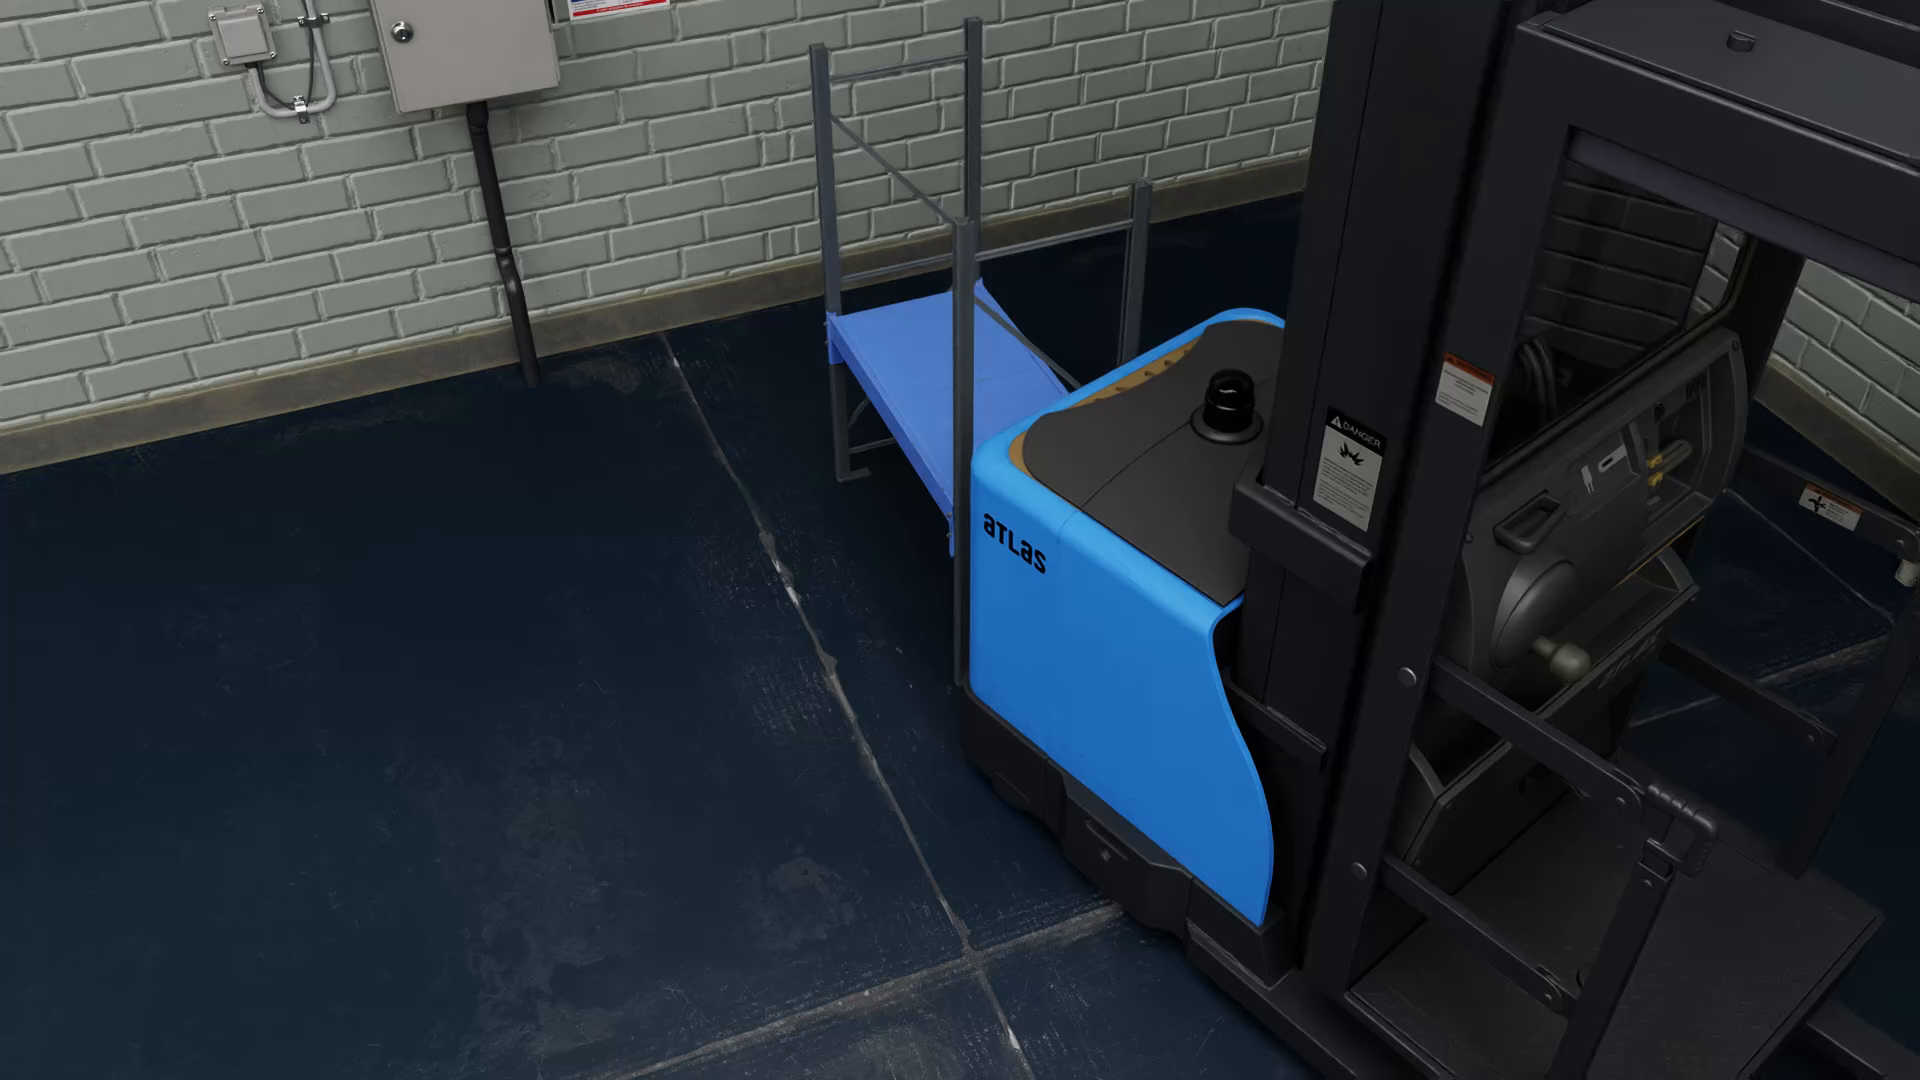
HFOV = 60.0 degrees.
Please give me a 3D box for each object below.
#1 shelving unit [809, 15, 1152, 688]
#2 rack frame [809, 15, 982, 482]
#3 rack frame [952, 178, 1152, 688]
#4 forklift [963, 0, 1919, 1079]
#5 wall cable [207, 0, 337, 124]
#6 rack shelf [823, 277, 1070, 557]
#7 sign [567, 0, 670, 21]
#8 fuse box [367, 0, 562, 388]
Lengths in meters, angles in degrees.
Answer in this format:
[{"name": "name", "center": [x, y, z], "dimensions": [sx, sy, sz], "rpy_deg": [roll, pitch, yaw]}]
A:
[{"name": "shelving unit", "center": [0.022, -0.524, 4.709], "dimensions": [0.538, 1.500, 1.048], "rpy_deg": [-15, 43, -17]}, {"name": "rack frame", "center": [-0.174, -0.830, 5.065], "dimensions": [0.500, 1.500, 0.032], "rpy_deg": [-15, 43, -17]}, {"name": "rack frame", "center": [0.219, -0.218, 4.354], "dimensions": [0.500, 1.500, 0.032], "rpy_deg": [-15, 43, -17]}, {"name": "forklift", "center": [1.358, 0.002, 3.000], "dimensions": [1.130, 2.935, 3.031], "rpy_deg": [-30, 49, -30]}, {"name": "wall cable", "center": [-2.168, -1.994, 4.488], "dimensions": [0.588, 1.984, 0.122], "rpy_deg": [-15, 43, -17]}, {"name": "rack shelf", "center": [0.022, -0.388, 4.826], "dimensions": [0.538, 0.185, 1.000], "rpy_deg": [-15, 43, -17]}, {"name": "sign", "center": [-1.100, -1.896, 5.227], "dimensions": [0.329, 0.494, 0.001], "rpy_deg": [-15, 43, -17]}, {"name": "fuse box", "center": [-1.477, -1.195, 5.327], "dimensions": [0.539, 1.711, 0.414], "rpy_deg": [-15, 43, -17]}]
